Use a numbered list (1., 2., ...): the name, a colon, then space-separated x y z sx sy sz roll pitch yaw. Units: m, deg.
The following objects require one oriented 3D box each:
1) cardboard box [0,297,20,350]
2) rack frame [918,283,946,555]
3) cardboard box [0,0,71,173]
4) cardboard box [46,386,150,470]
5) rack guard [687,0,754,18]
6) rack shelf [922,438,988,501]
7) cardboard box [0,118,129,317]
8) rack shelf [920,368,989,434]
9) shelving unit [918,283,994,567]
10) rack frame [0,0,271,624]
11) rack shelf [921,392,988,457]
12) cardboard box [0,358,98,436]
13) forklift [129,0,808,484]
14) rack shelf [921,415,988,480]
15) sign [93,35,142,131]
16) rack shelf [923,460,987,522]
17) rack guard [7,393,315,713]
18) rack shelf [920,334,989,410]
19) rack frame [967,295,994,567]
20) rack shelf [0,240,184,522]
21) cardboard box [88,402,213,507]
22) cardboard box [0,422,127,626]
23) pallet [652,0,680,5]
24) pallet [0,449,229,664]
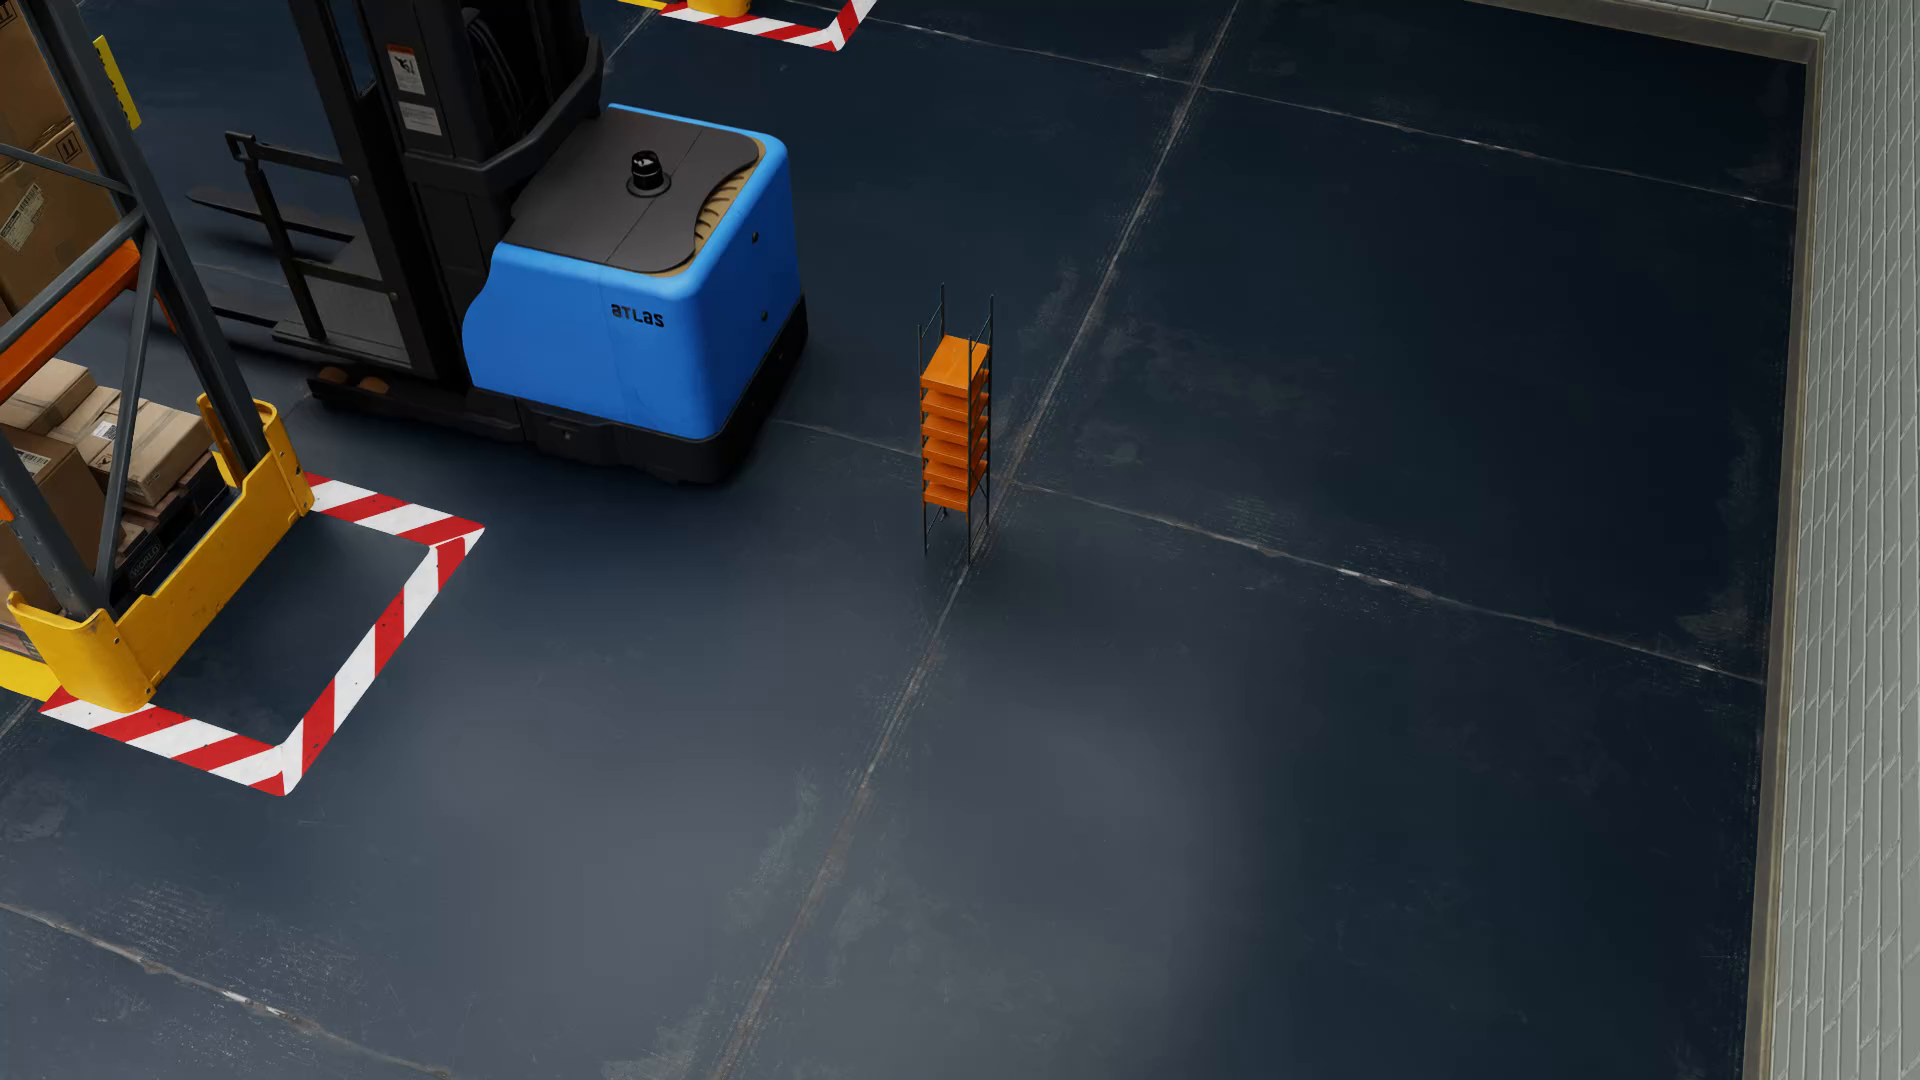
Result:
1. cardboard box: -3.409 -0.732 5.200 0.500 0.500 0.500 17 51 14
2. rack frame: -0.099 -0.421 6.187 0.006 1.200 0.240 16 51 13
3. cardboard box: -3.219 -1.438 5.150 0.500 0.500 0.500 17 51 14
4. cardboard box: -3.402 -0.410 6.570 0.250 0.166 0.380 16 51 13
5. rack guard: -1.159 -3.462 9.286 0.348 0.500 1.175 16 51 13
6. rack shelf: -0.014 -0.289 6.291 0.180 0.103 0.258 16 51 13
7. cardboard box: -3.219 -1.111 5.528 0.500 0.500 0.500 17 51 14
8. rack shelf: -0.014 -0.525 6.019 0.180 0.103 0.258 16 51 13
9. shelving unit: -0.014 -0.397 6.166 0.189 1.200 0.258 16 51 13
10. rack frame: -2.894 -0.775 5.303 0.127 3.000 1.000 16 51 13
11. rack shelf: -0.014 -0.446 6.109 0.180 0.103 0.258 16 51 13
12. cardboard box: -3.775 -0.493 6.587 0.500 0.250 0.500 16 51 13
13. forklift: -2.242 -1.855 6.285 3.031 2.935 1.130 14 51 12
14. rack shelf: -0.014 -0.368 6.200 0.180 0.103 0.258 16 51 13
15. sign: -2.706 -1.443 5.309 0.005 0.325 0.100 16 51 13
16. rack shelf: -0.014 -0.210 6.381 0.180 0.103 0.258 16 51 13
17. rack guard: -2.966 0.024 6.265 0.348 0.500 1.175 16 51 13
18. rack shelf: -0.014 -0.603 5.928 0.180 0.103 0.258 16 51 13
19. rack frame: 0.072 -0.373 6.146 0.006 1.200 0.240 16 51 13
20. rack shelf: -4.770 -1.063 6.029 4.000 0.370 1.077 16 51 13
21. cardboard box: -3.168 -0.338 6.520 0.250 0.149 0.380 16 51 13
22. cardboard box: -3.490 -0.068 6.054 0.500 0.500 0.500 16 51 13
23. pallet: -1.958 -3.528 9.535 1.213 0.211 1.003 16 51 13
24. pallet: -3.714 -0.089 6.555 1.213 0.211 1.003 16 51 13
